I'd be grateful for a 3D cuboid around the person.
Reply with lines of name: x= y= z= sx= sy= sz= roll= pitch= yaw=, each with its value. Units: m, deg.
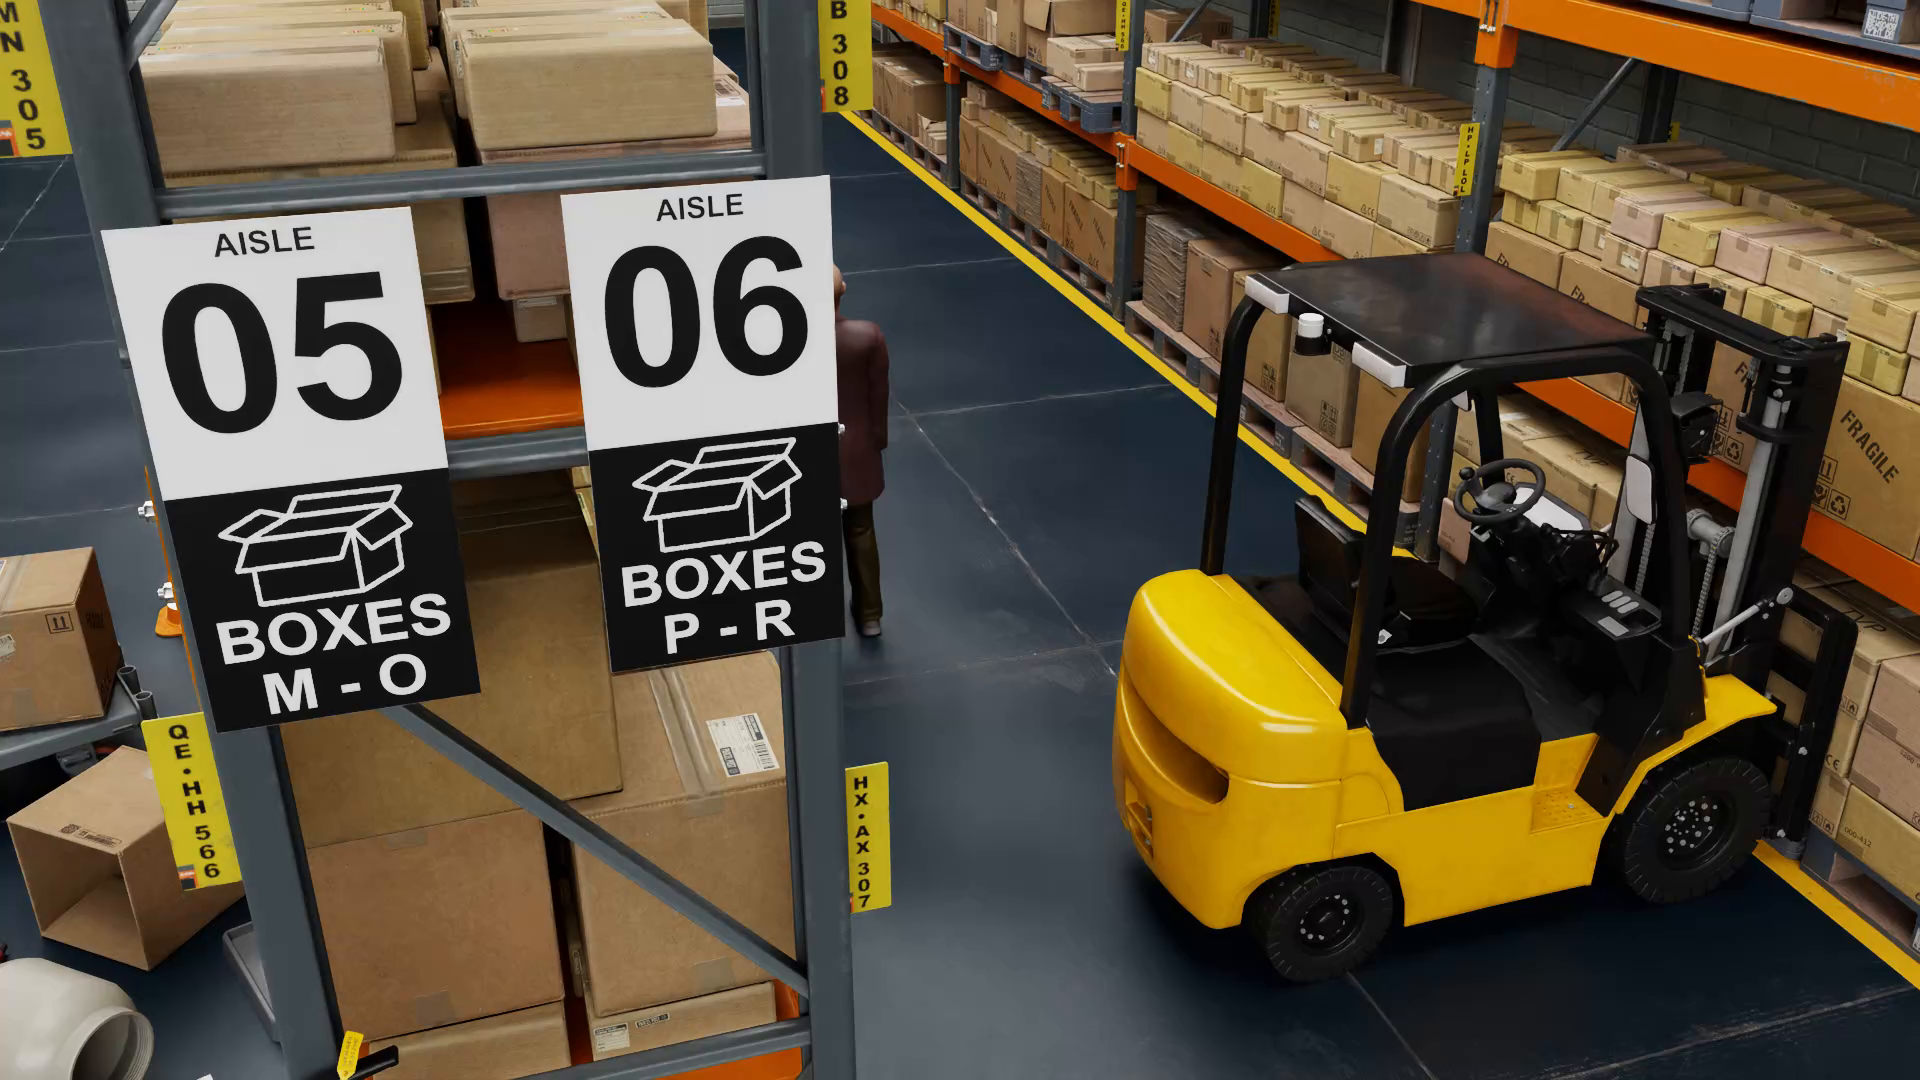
person: x=-0.599 y=-0.397 z=7.449 sx=0.562 sy=1.778 sz=0.377 roll=-8 pitch=27 yaw=-16
